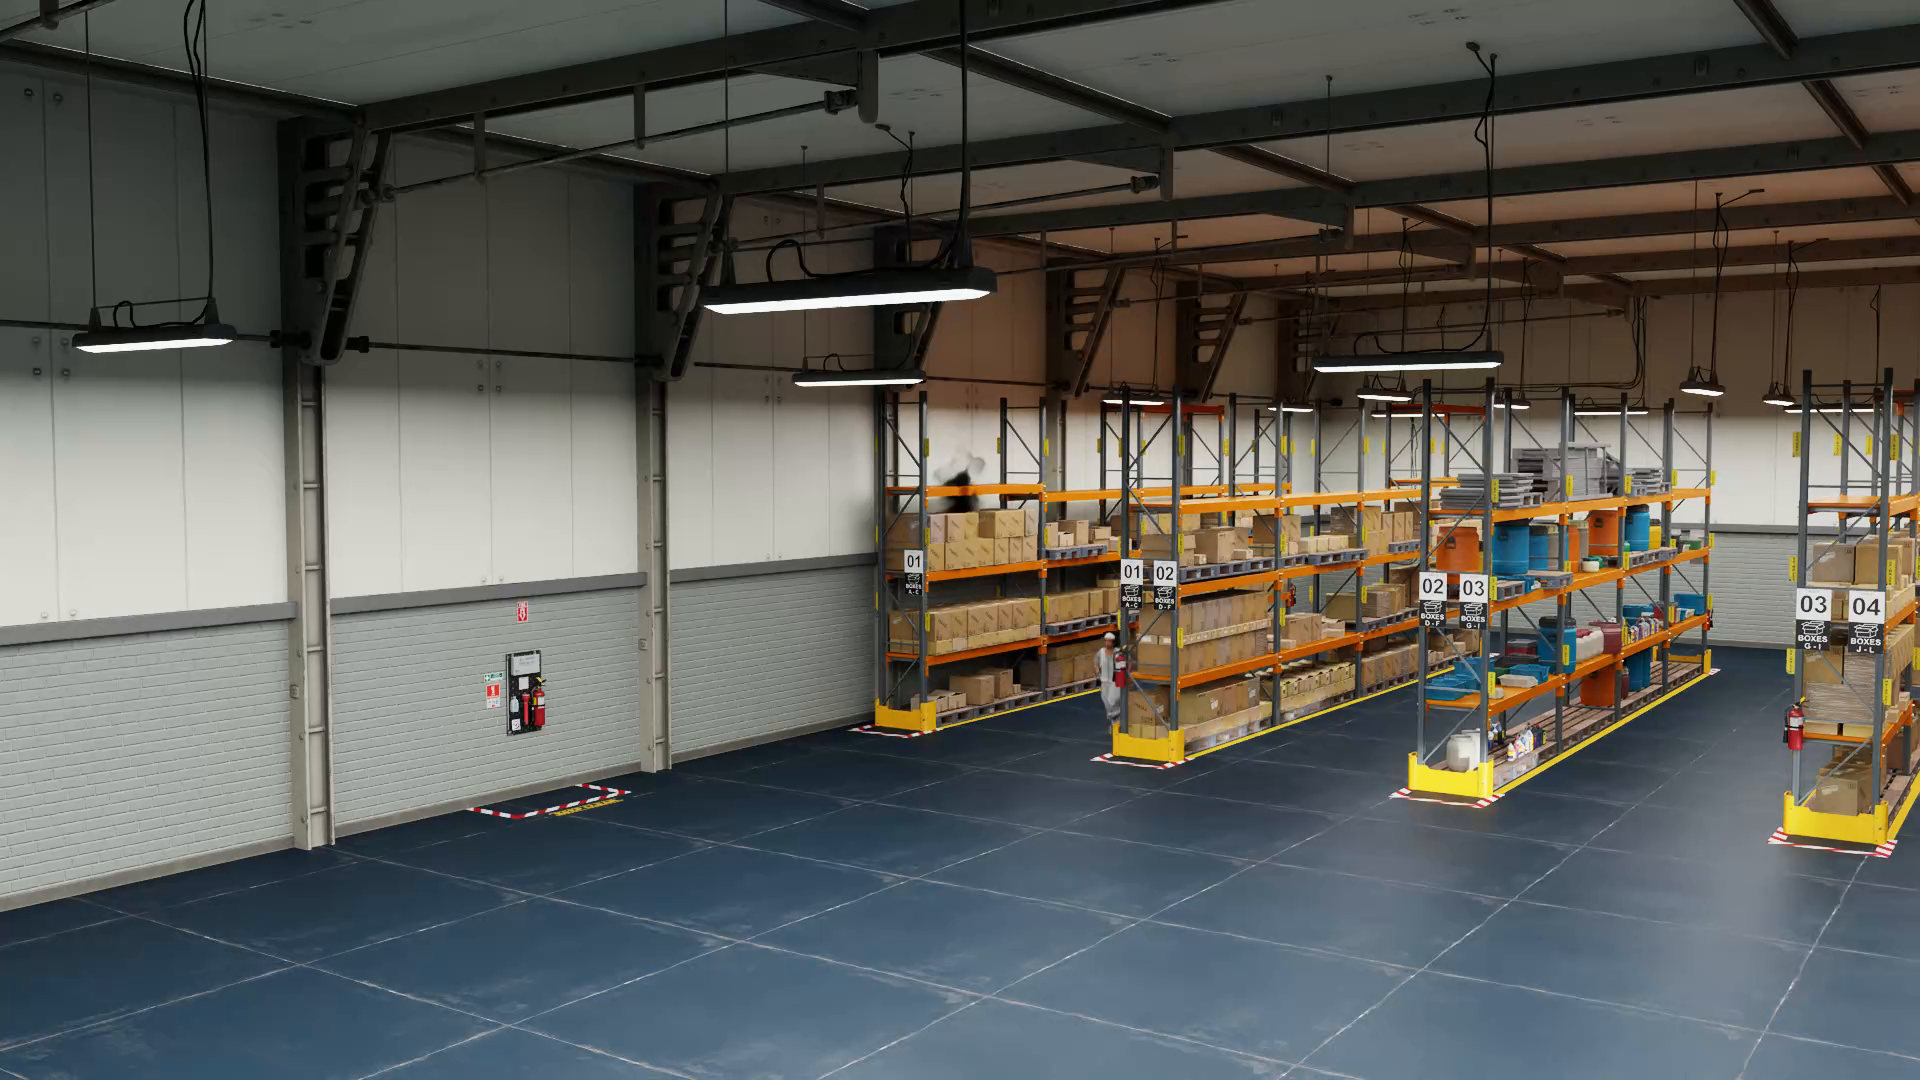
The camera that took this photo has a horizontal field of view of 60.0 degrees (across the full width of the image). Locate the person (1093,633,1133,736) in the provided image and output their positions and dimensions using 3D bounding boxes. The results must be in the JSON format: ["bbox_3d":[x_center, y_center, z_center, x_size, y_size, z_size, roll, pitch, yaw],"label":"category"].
[{"bbox_3d":[2.625,2.505,28.930,0.643,1.796,0.805,2,4,27],"label":"person"}]
